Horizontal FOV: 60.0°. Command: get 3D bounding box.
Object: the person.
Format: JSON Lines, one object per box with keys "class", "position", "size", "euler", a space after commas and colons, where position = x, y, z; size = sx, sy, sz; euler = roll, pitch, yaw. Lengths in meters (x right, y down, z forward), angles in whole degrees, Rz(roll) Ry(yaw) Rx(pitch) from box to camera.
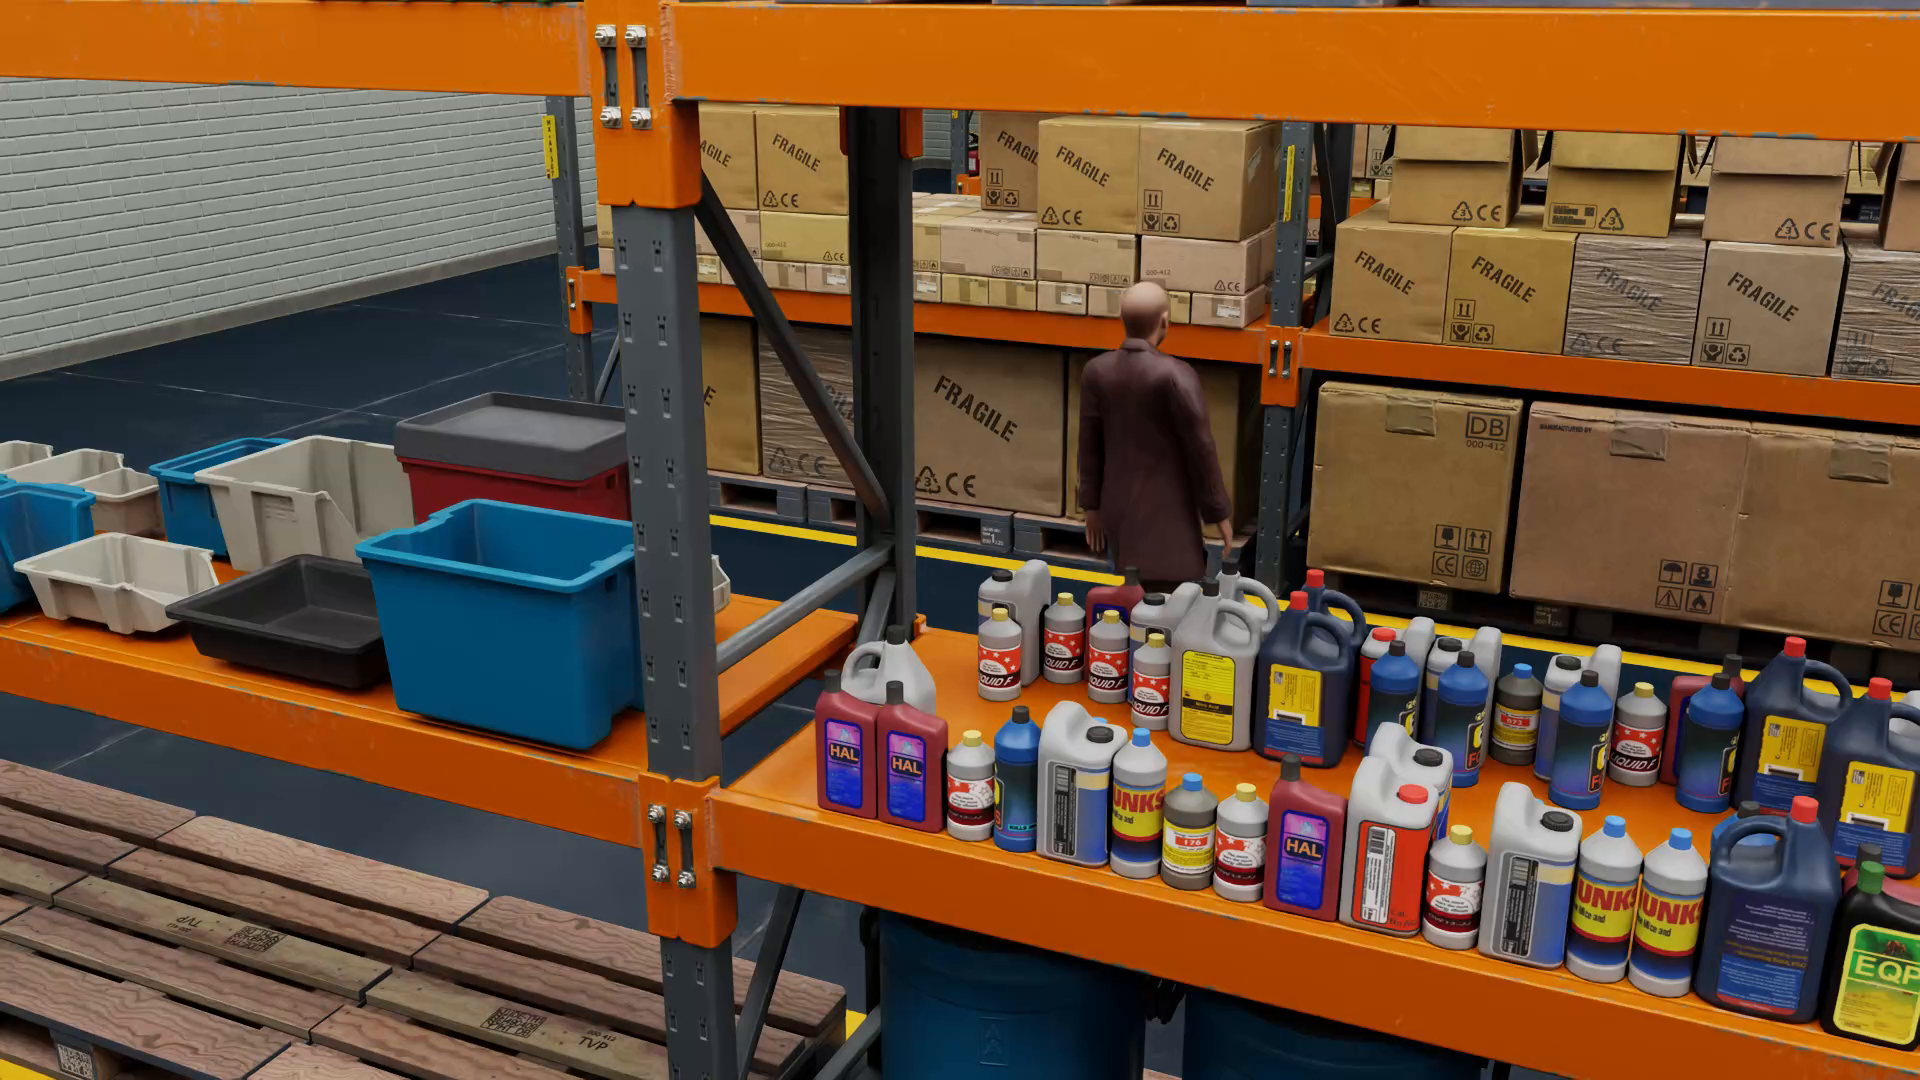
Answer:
{"class": "person", "position": [0.707, -0.089, 6.344], "size": [0.934, 1.763, 0.652], "euler": [-15, 24, -37]}
